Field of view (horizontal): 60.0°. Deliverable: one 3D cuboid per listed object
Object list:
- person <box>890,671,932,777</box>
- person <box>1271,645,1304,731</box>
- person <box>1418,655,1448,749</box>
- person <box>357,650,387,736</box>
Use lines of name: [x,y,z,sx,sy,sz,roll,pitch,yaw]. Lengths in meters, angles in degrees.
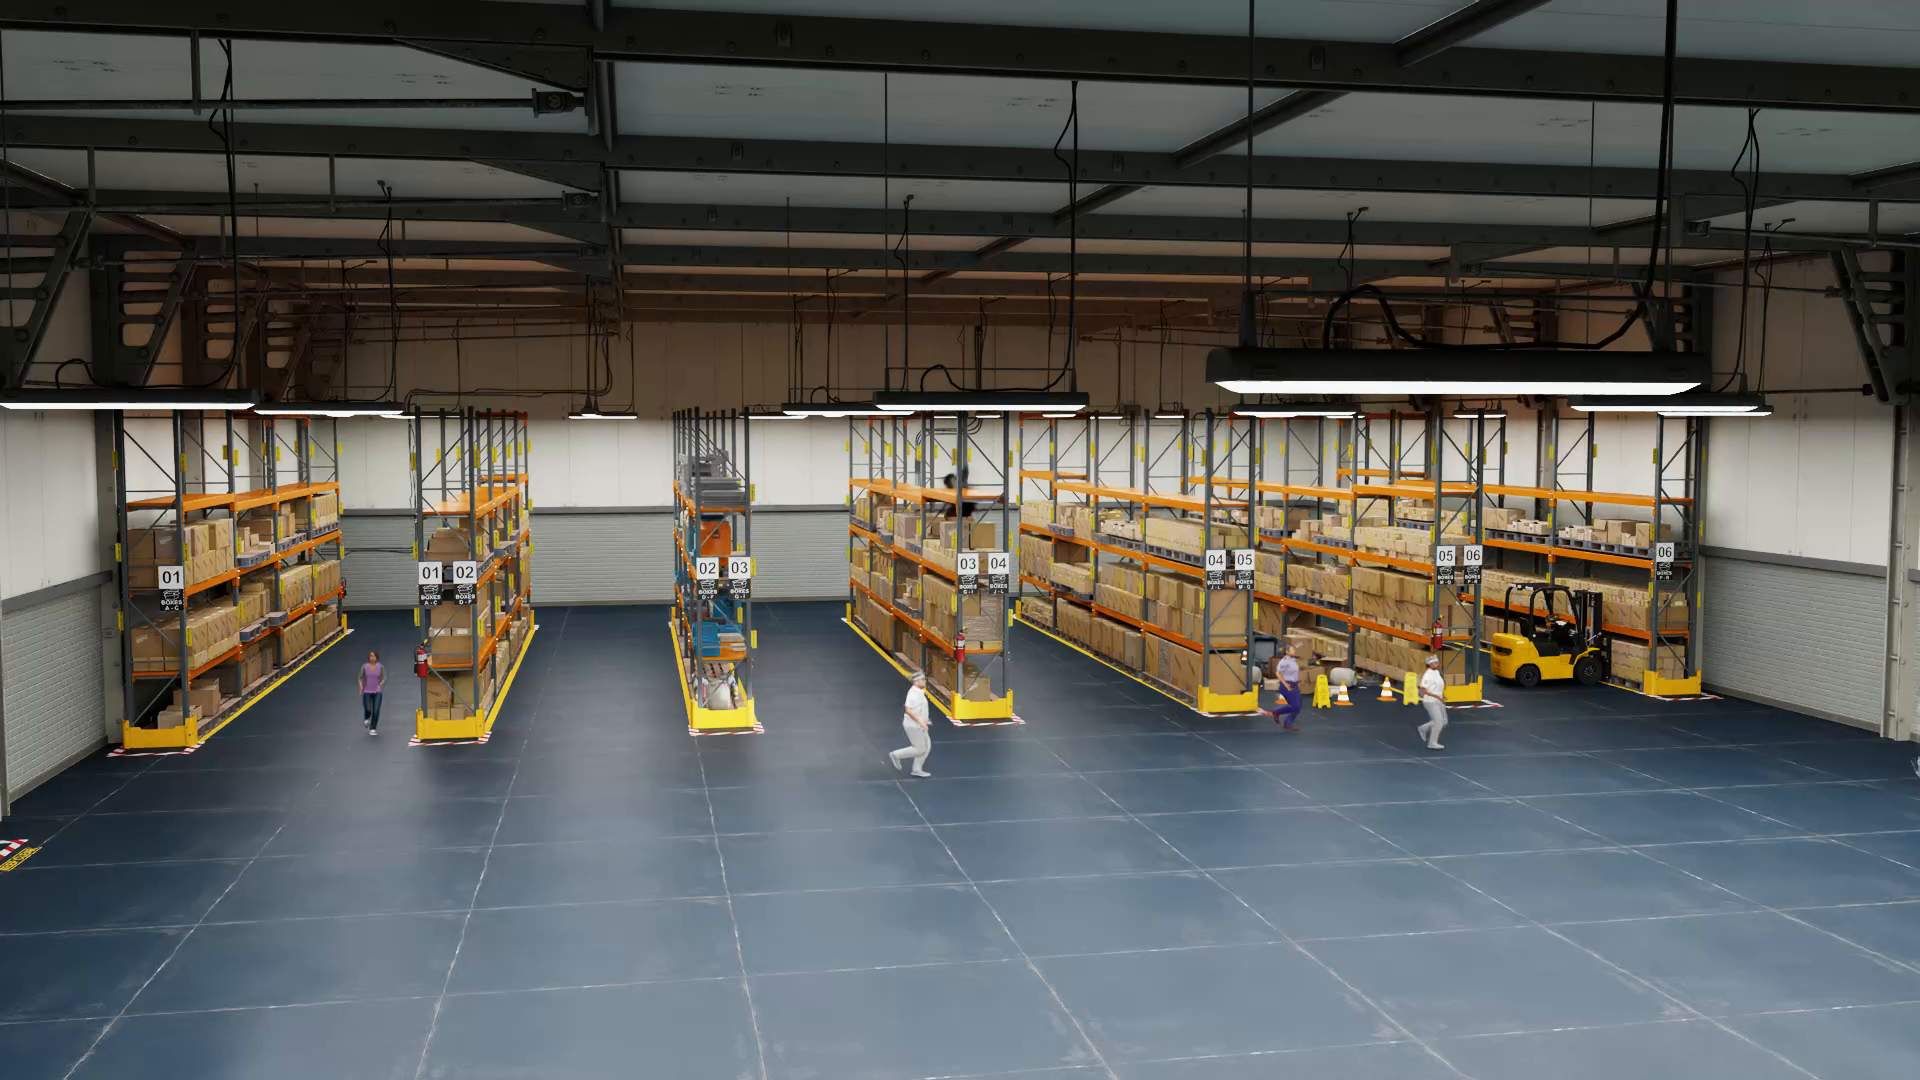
person: [-0.786,2.959,26.808,0.652,1.733,0.650,1,4,8]
person: [6.092,2.738,30.861,0.551,1.604,0.614,3,5,32]
person: [8.279,2.823,29.153,0.584,1.650,0.573,3,5,39]
person: [-10.734,2.792,30.366,0.499,1.548,0.512,-2,4,-21]
